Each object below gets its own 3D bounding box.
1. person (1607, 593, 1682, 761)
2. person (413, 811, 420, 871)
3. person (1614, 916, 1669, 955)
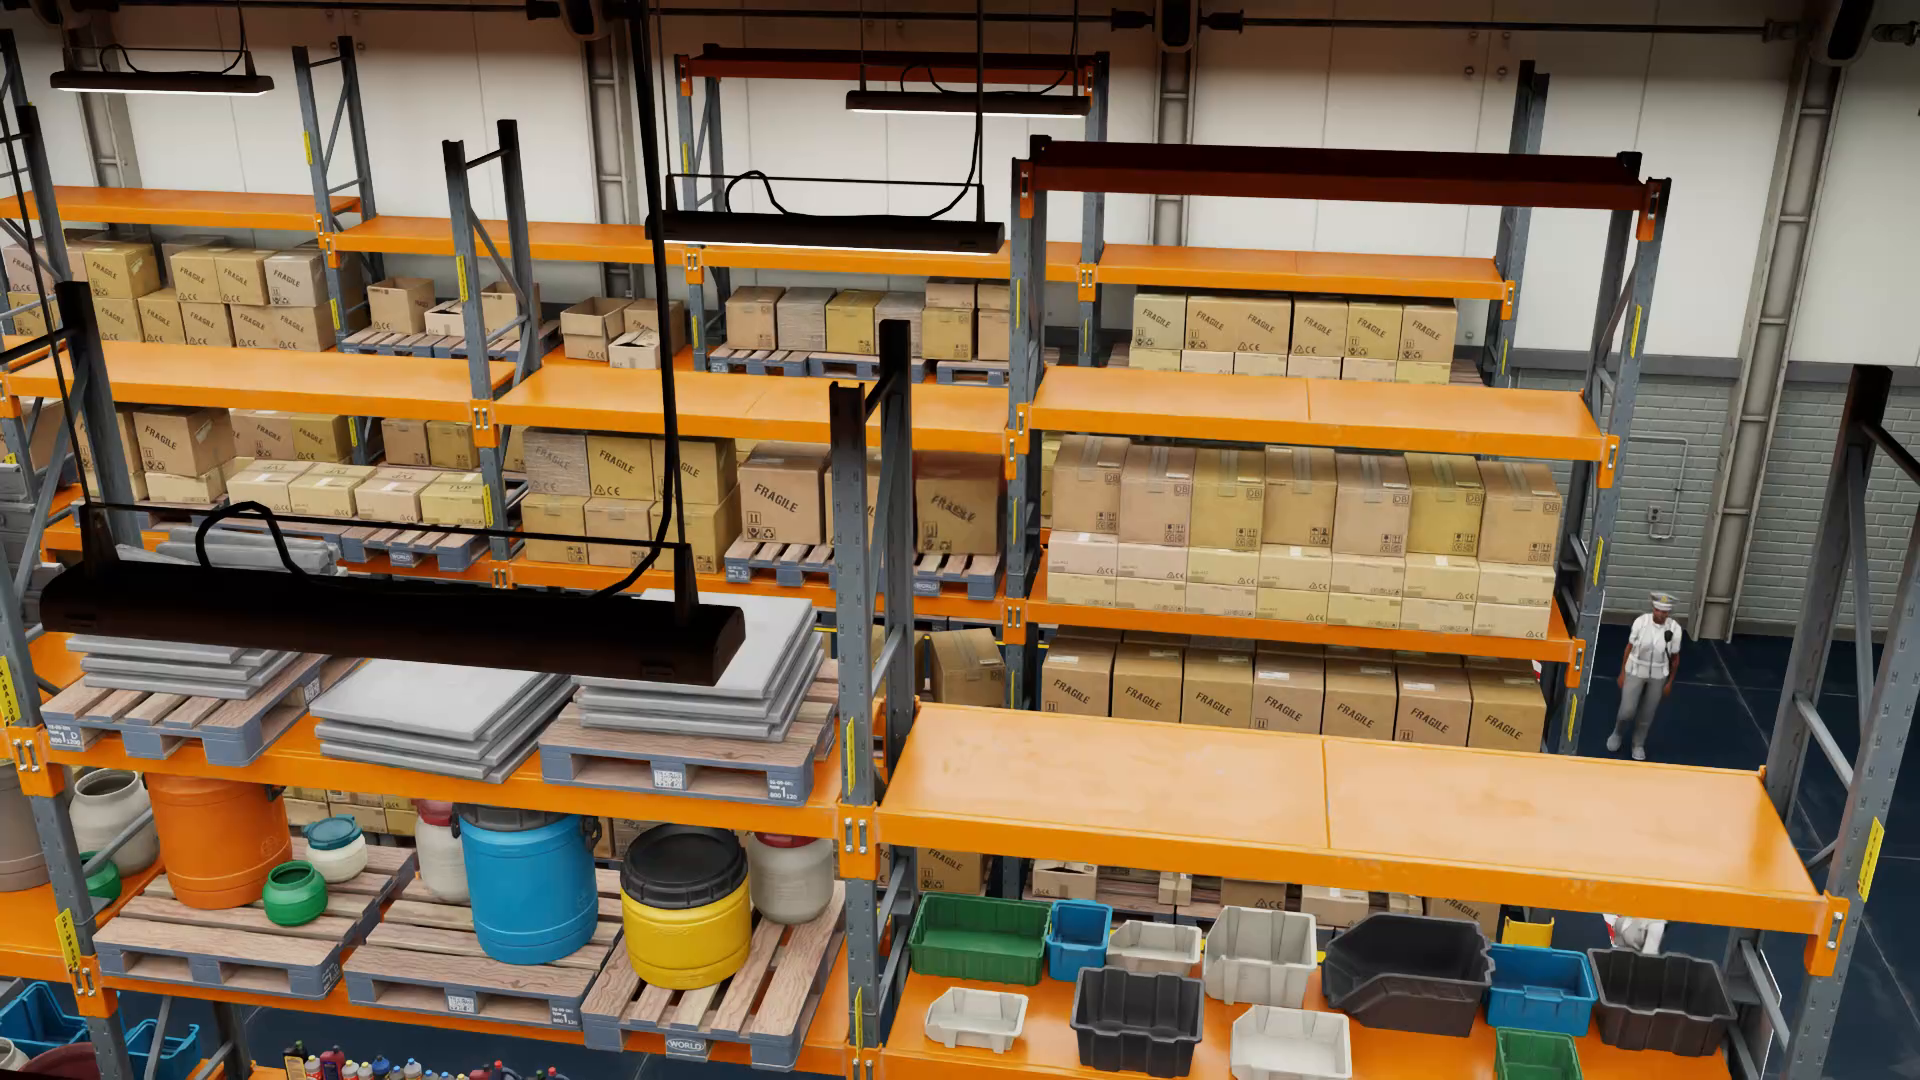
[{"bbox_3d":[6.302,1.236,15.254,0.473,1.688,0.426,3,23,6],"label":"person"},{"bbox_3d":[-3.996,2.302,12.664,0.793,1.770,0.622,11,25,24],"label":"person"},{"bbox_3d":[4.609,2.958,11.374,0.966,1.537,0.425,-7,24,-15],"label":"person"}]
